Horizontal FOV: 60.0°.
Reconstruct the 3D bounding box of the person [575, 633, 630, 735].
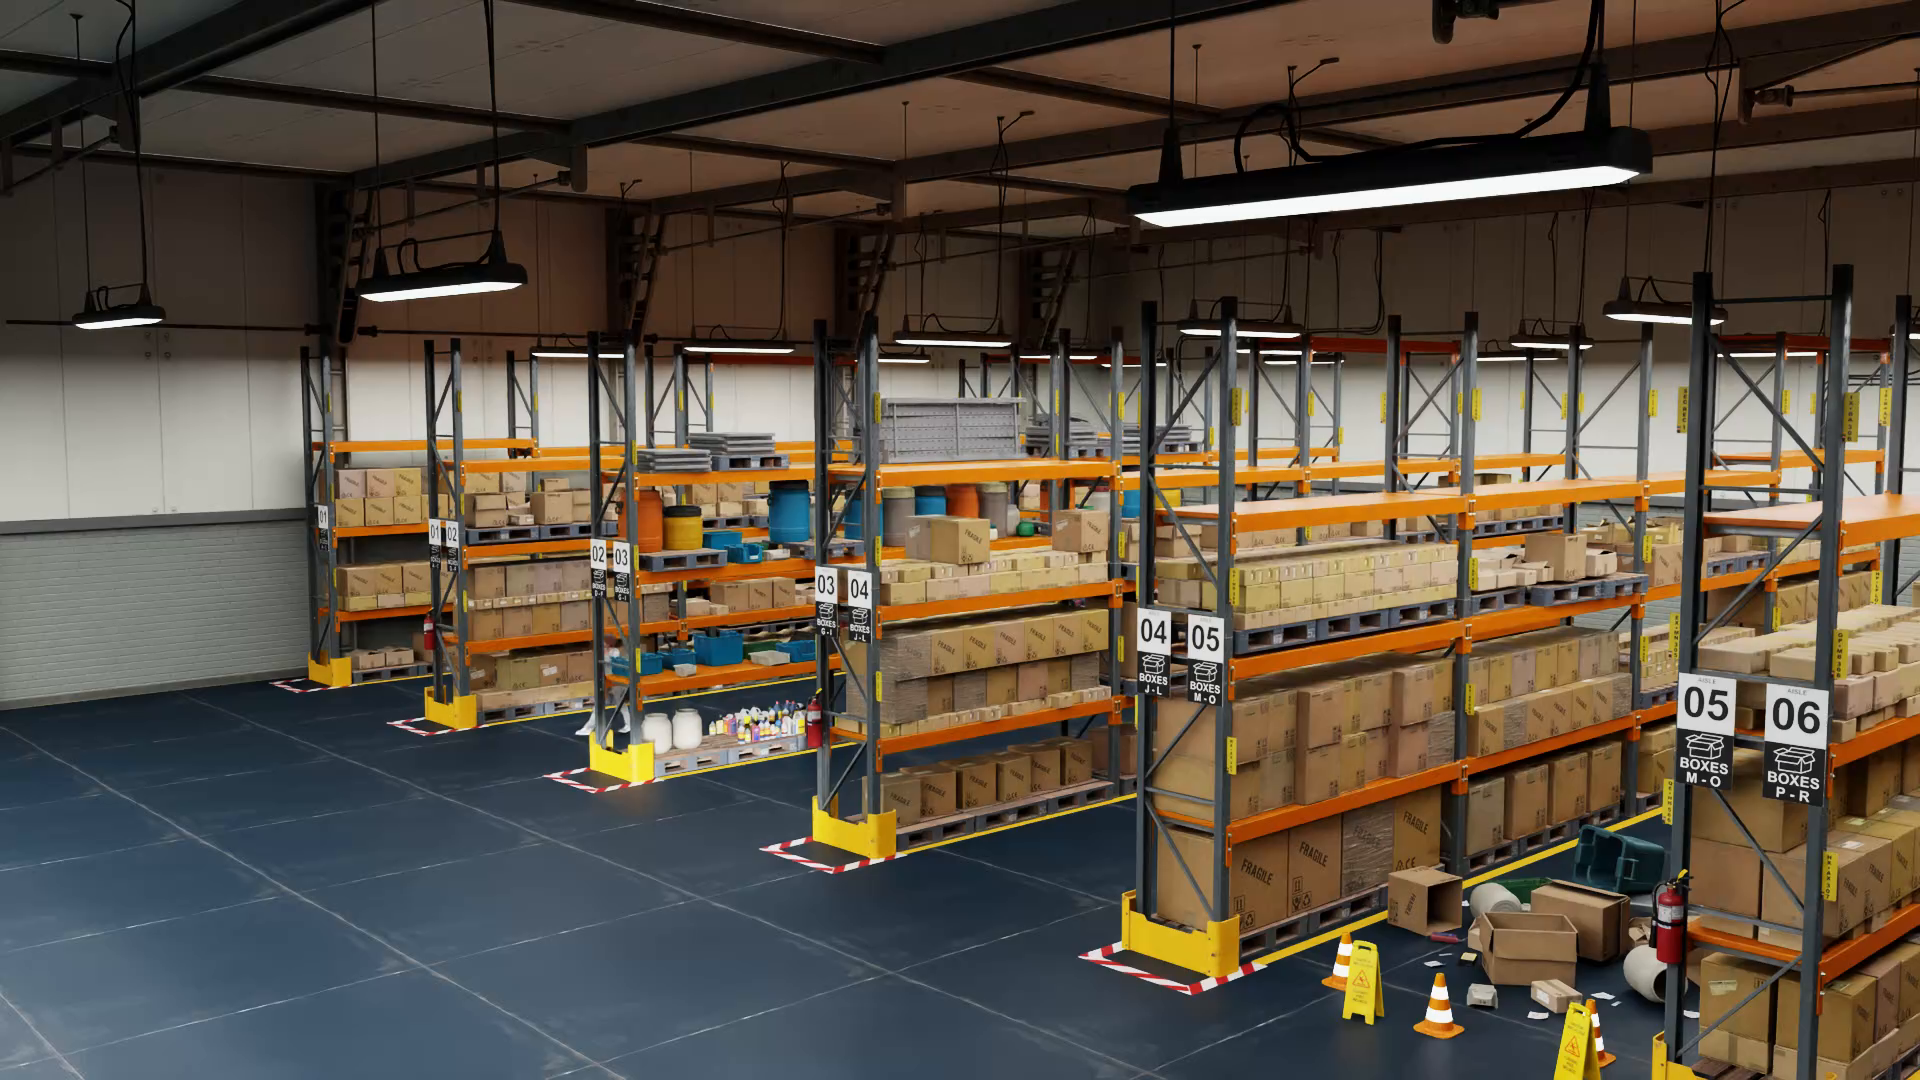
[{"bbox_3d":[-5.319,2.170,25.014,0.442,1.549,0.944,3,6,35],"label":"person"}]
